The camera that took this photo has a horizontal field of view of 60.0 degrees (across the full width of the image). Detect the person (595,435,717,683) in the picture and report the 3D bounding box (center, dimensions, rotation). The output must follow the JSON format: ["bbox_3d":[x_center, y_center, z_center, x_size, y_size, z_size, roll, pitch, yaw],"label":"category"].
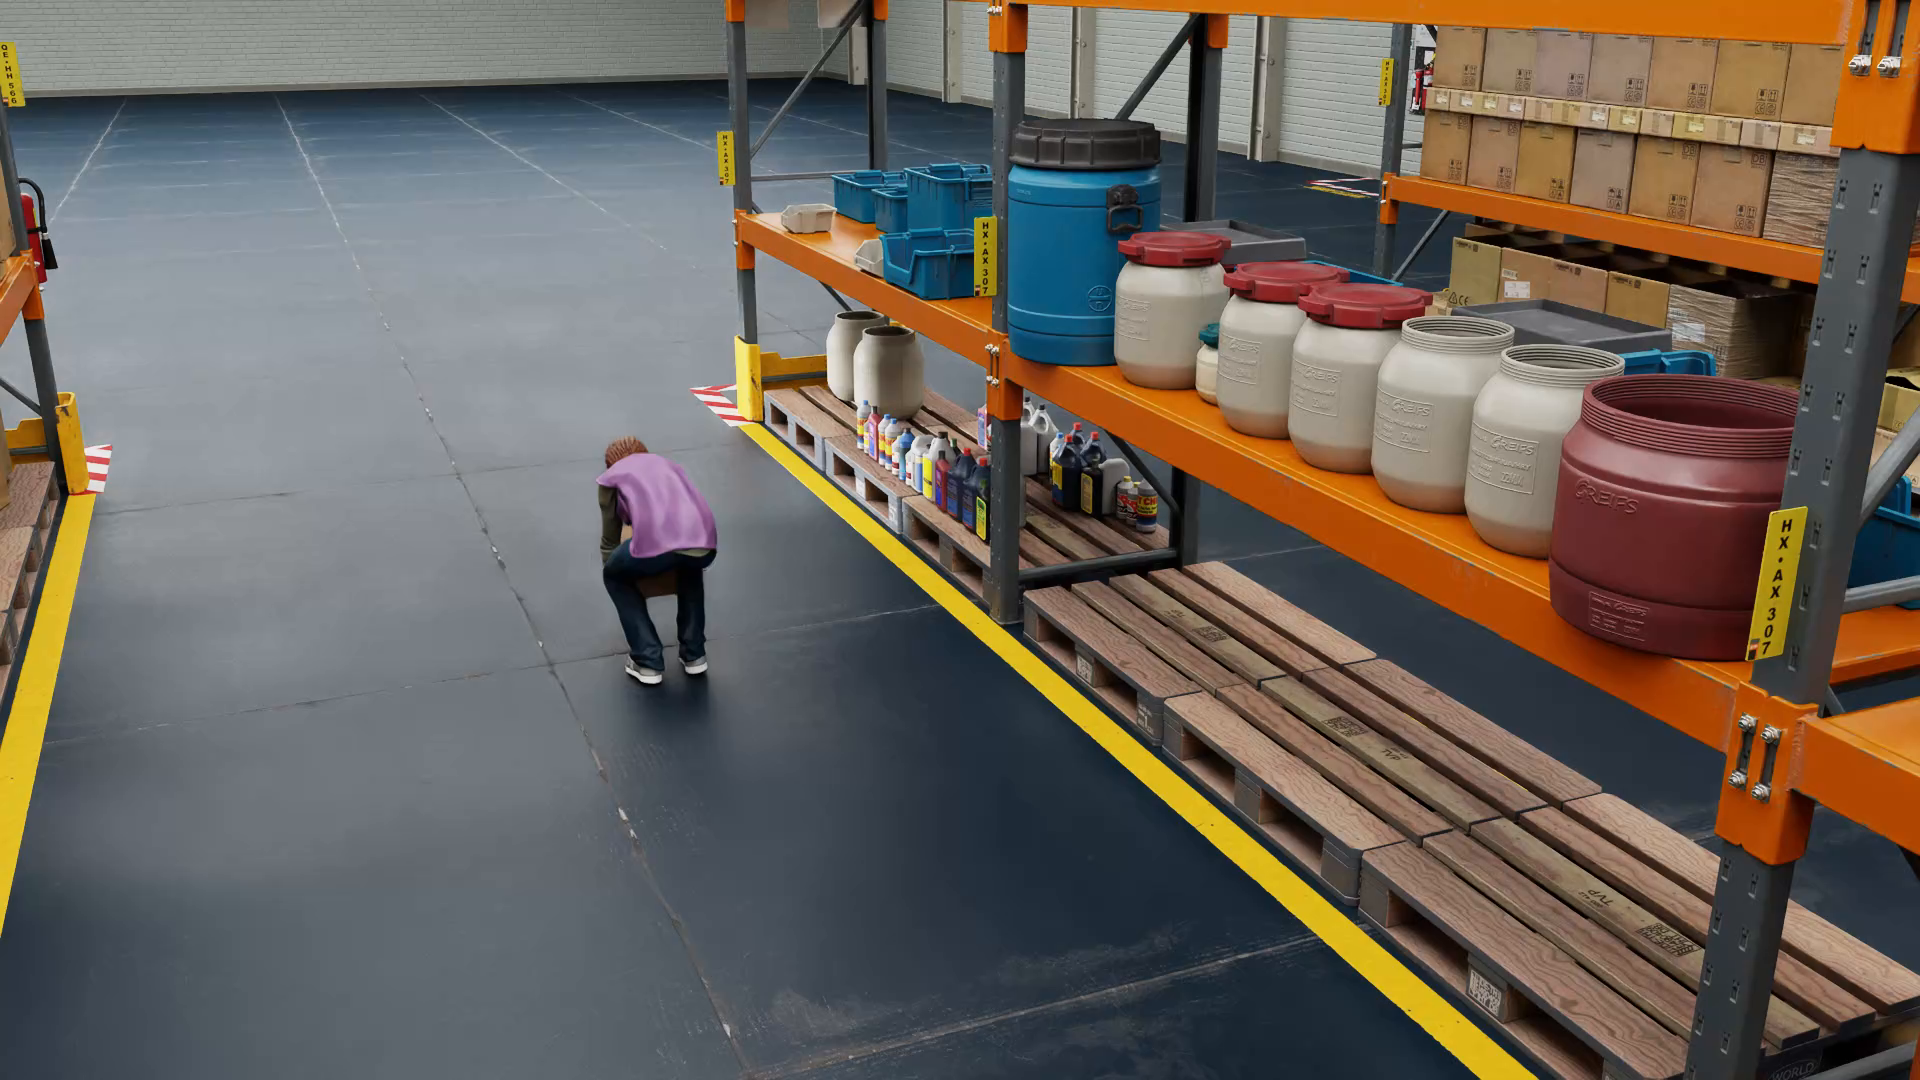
[{"bbox_3d":[-1.267,0.085,6.893,0.428,0.906,0.857,-9,21,-24],"label":"person"}]
